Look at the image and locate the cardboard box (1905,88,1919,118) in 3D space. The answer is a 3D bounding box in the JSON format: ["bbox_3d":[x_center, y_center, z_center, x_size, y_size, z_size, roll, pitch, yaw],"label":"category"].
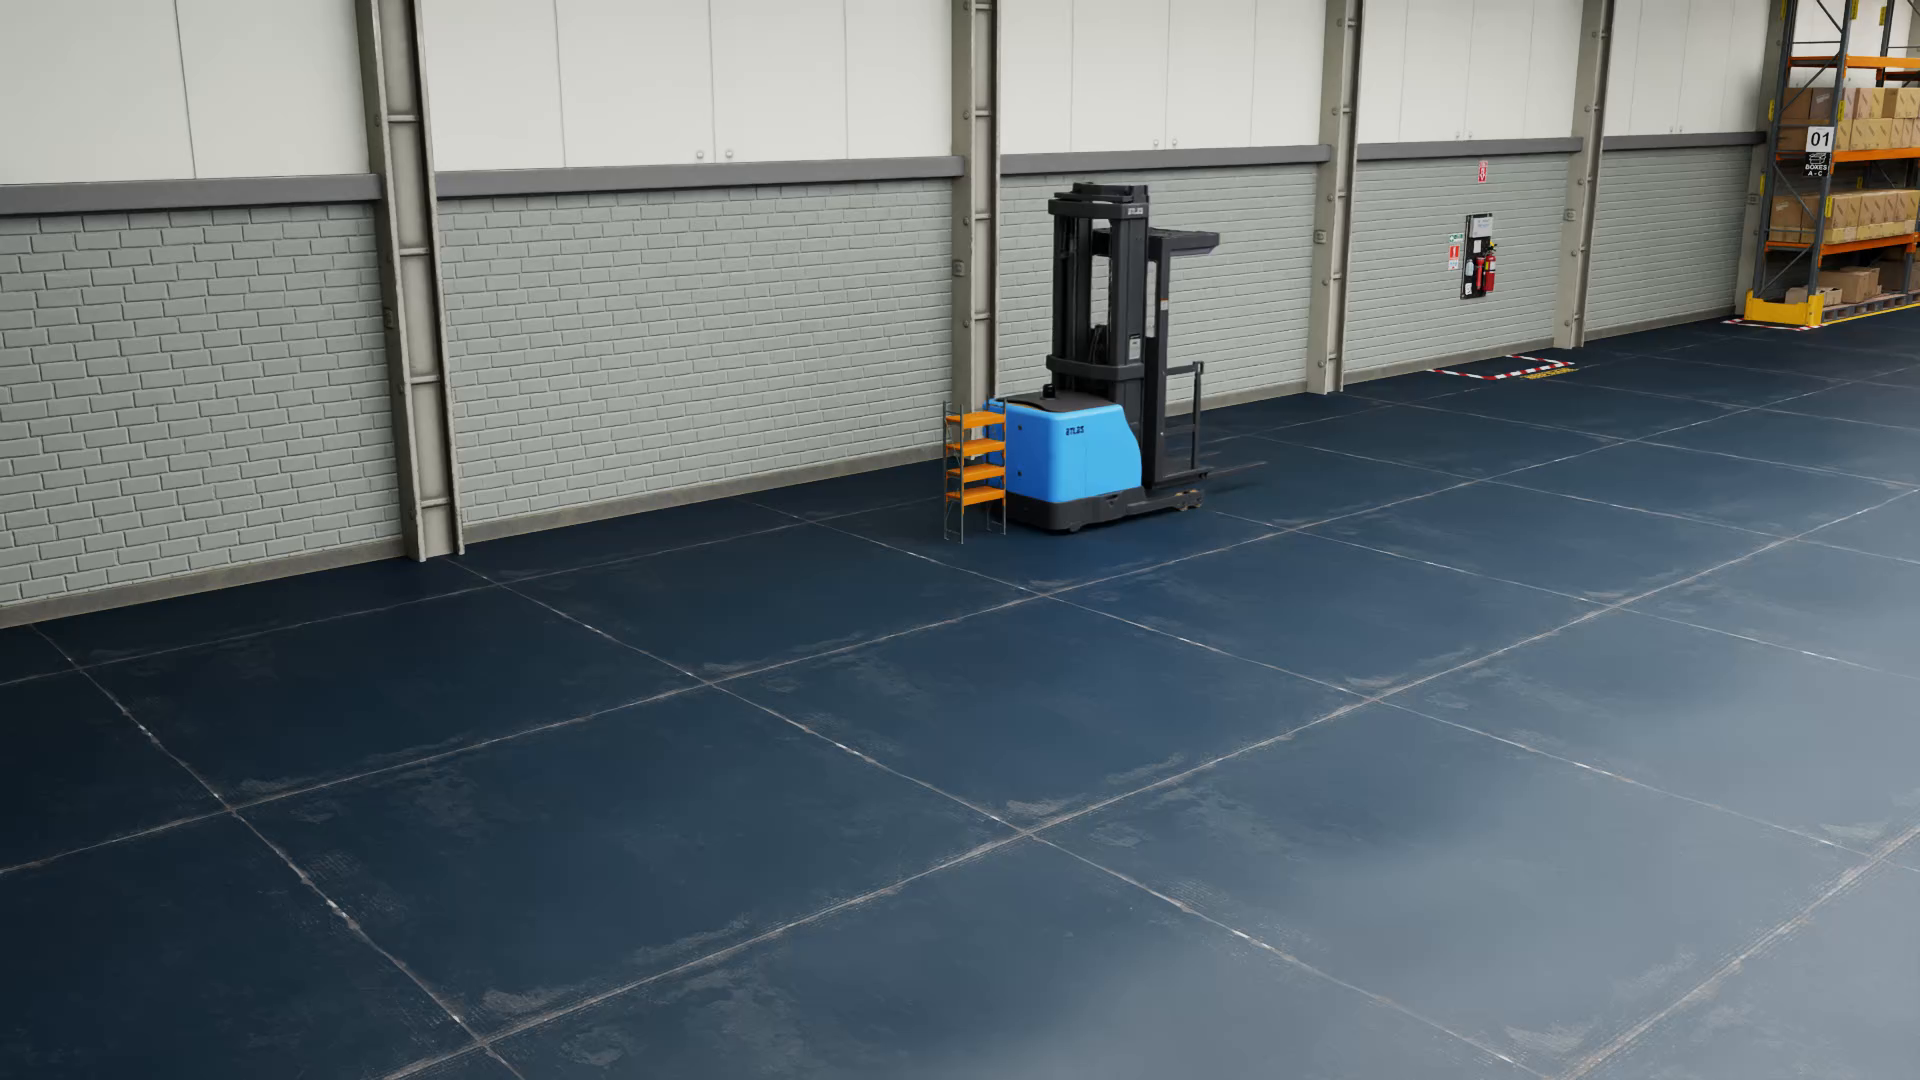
[{"bbox_3d":[16.189,-7.547,28.707,0.500,0.500,0.500,-11,19,-36],"label":"cardboard box"}]

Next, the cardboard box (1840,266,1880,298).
[{"bbox_3d":[16.041,-4.611,29.690,0.500,0.500,0.500,14,21,43],"label":"cardboard box"}]

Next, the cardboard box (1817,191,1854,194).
[{"bbox_3d":[15.149,-5.790,28.911,0.500,0.500,0.500,-12,19,-39],"label":"cardboard box"}]

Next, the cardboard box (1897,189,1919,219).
[{"bbox_3d":[17.204,-6.130,30.340,0.500,0.500,0.700,-13,19,-39],"label":"cardboard box"}]

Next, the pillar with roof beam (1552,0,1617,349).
[{"bbox_3d":[12.040,-6.443,20.932,0.400,9.000,9.100,-13,19,-39],"label":"pillar with roof beam"}]

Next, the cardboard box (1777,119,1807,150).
[{"bbox_3d":[13.929,-6.739,27.621,0.500,0.500,0.500,-11,18,-35],"label":"cardboard box"}]

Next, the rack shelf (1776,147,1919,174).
[{"bbox_3d":[15.289,-6.552,28.549,4.000,0.370,1.077,-13,19,-39],"label":"rack shelf"}]

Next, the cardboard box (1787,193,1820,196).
[{"bbox_3d":[14.382,-5.616,28.261,0.500,0.500,0.500,-12,19,-39],"label":"cardboard box"}]

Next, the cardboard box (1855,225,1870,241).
[{"bbox_3d":[15.127,-5.246,28.328,0.500,0.250,0.500,-13,20,-40],"label":"cardboard box"}]

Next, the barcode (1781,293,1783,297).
[{"bbox_3d":[14.112,-4.210,28.540,0.075,0.075,0.001,-13,19,-39],"label":"barcode"}]

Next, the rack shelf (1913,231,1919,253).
[{"bbox_3d":[18.306,-5.781,31.473,4.000,0.370,1.077,-13,19,-39],"label":"rack shelf"}]

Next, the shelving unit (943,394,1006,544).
[{"bbox_3d":[0.125,-0.608,14.200,0.503,1.200,0.258,-13,20,-39],"label":"shelving unit"}]

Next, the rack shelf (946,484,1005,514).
[{"bbox_3d":[0.125,-0.351,14.269,0.480,0.148,0.258,-13,20,-39],"label":"rack shelf"}]

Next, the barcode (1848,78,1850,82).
[{"bbox_3d":[15.467,-8.005,28.911,0.075,0.075,0.001,-13,19,-39],"label":"barcode"}]

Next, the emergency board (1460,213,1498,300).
[{"bbox_3d":[7.325,-3.971,23.305,0.643,1.169,0.194,-13,19,-39],"label":"emergency board"}]

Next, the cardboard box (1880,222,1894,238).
[{"bbox_3d":[15.889,-5.416,28.967,0.500,0.250,0.500,-13,20,-40],"label":"cardboard box"}]

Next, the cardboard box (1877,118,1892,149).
[{"bbox_3d":[15.404,-6.895,28.204,0.500,0.500,0.500,-11,19,-36],"label":"cardboard box"}]

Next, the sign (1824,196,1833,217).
[{"bbox_3d":[14.136,-5.424,27.068,0.005,0.325,0.100,-13,19,-39],"label":"sign"}]

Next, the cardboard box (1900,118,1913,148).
[{"bbox_3d":[16.189,-7.080,28.897,0.500,0.500,0.500,14,20,42],"label":"cardboard box"}]

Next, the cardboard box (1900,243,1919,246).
[{"bbox_3d":[18.062,-5.449,31.374,0.500,0.250,0.500,-13,20,-41],"label":"cardboard box"}]

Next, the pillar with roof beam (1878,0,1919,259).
[{"bbox_3d":[21.093,-8.475,28.543,0.400,9.000,9.100,-13,19,-39],"label":"pillar with roof beam"}]

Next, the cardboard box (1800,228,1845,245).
[{"bbox_3d":[14.357,-5.070,27.670,0.500,0.250,0.500,-13,20,-41],"label":"cardboard box"}]

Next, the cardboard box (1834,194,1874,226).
[{"bbox_3d":[15.111,-5.602,28.208,0.500,0.500,0.500,-13,20,-41],"label":"cardboard box"}]

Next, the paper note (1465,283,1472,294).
[{"bbox_3d":[7.146,-3.529,23.356,0.142,0.148,0.016,-13,19,-39],"label":"paper note"}]

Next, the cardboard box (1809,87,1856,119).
[{"bbox_3d":[14.230,-7.120,27.111,0.500,0.500,0.500,14,21,43],"label":"cardboard box"}]

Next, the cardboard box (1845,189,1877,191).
[{"bbox_3d":[15.913,-5.963,29.560,0.500,0.500,0.500,-13,20,-40],"label":"cardboard box"}]

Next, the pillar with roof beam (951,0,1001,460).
[{"bbox_3d":[2.987,-4.410,13.322,0.400,9.000,9.100,-13,19,-39],"label":"pillar with roof beam"}]

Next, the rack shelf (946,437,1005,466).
[{"bbox_3d":[0.125,-0.759,14.160,0.480,0.148,0.258,-13,20,-39],"label":"rack shelf"}]

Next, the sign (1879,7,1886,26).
[{"bbox_3d":[16.429,-9.323,29.597,0.005,0.325,0.100,-13,19,-39],"label":"sign"}]

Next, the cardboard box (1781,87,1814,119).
[{"bbox_3d":[13.934,-7.226,27.507,0.500,0.500,0.500,-12,19,-37],"label":"cardboard box"}]

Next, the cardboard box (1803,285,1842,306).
[{"bbox_3d":[14.791,-4.222,28.600,0.500,0.311,0.500,-11,18,-35],"label":"cardboard box"}]

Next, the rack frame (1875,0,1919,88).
[{"bbox_3d":[16.798,-8.688,29.337,0.127,3.000,1.000,-13,19,-39],"label":"rack frame"}]

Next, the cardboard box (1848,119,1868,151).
[{"bbox_3d":[14.625,-6.711,27.517,0.500,0.500,0.500,-11,19,-36],"label":"cardboard box"}]

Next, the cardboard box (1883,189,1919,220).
[{"bbox_3d":[16.644,-5.949,29.506,0.500,0.500,0.500,-13,20,-39],"label":"cardboard box"}]

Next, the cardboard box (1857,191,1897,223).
[{"bbox_3d":[15.884,-5.780,28.874,0.500,0.500,0.500,-13,20,-41],"label":"cardboard box"}]

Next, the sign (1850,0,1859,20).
[{"bbox_3d":[14.136,-8.394,26.274,0.005,0.325,0.100,-13,19,-39],"label":"sign"}]

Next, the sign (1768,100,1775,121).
[{"bbox_3d":[13.431,-7.100,27.491,0.005,0.325,0.100,-13,19,-39],"label":"sign"}]

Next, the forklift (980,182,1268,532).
[{"bbox_3d":[1.638,-1.774,15.213,3.031,2.935,1.130,-12,19,-38],"label":"forklift"}]

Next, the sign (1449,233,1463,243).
[{"bbox_3d":[6.849,-4.170,22.952,0.331,0.109,0.001,-13,19,-39],"label":"sign"}]

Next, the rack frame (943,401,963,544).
[{"bbox_3d":[-0.059,-0.566,14.045,0.015,1.200,0.240,-13,20,-39],"label":"rack frame"}]

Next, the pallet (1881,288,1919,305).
[{"bbox_3d":[17.384,-4.574,30.966,1.213,0.211,1.003,-13,19,-39],"label":"pallet"}]

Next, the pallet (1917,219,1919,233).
[{"bbox_3d":[17.470,-5.798,30.515,1.213,0.211,1.003,-13,19,-39],"label":"pallet"}]

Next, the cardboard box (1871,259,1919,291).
[{"bbox_3d":[17.342,-4.922,30.856,0.500,0.500,0.700,-12,19,-38],"label":"cardboard box"}]

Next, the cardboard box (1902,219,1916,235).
[{"bbox_3d":[16.639,-5.587,29.607,0.500,0.250,0.500,-13,19,-39],"label":"cardboard box"}]

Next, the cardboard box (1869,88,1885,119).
[{"bbox_3d":[15.021,-7.284,27.725,0.500,0.500,0.500,-12,19,-38],"label":"cardboard box"}]

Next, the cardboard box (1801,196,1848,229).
[{"bbox_3d":[14.338,-5.434,27.579,0.500,0.500,0.500,-13,19,-39],"label":"cardboard box"}]

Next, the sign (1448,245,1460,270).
[{"bbox_3d":[6.840,-3.915,23.024,0.234,0.329,0.001,-13,19,-39],"label":"sign"}]

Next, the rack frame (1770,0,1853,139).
[{"bbox_3d":[13.780,-8.010,26.801,0.127,3.000,1.000,-13,19,-39],"label":"rack frame"}]

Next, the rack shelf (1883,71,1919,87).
[{"bbox_3d":[18.306,-8.486,30.750,4.000,0.370,1.077,-13,19,-39],"label":"rack shelf"}]
